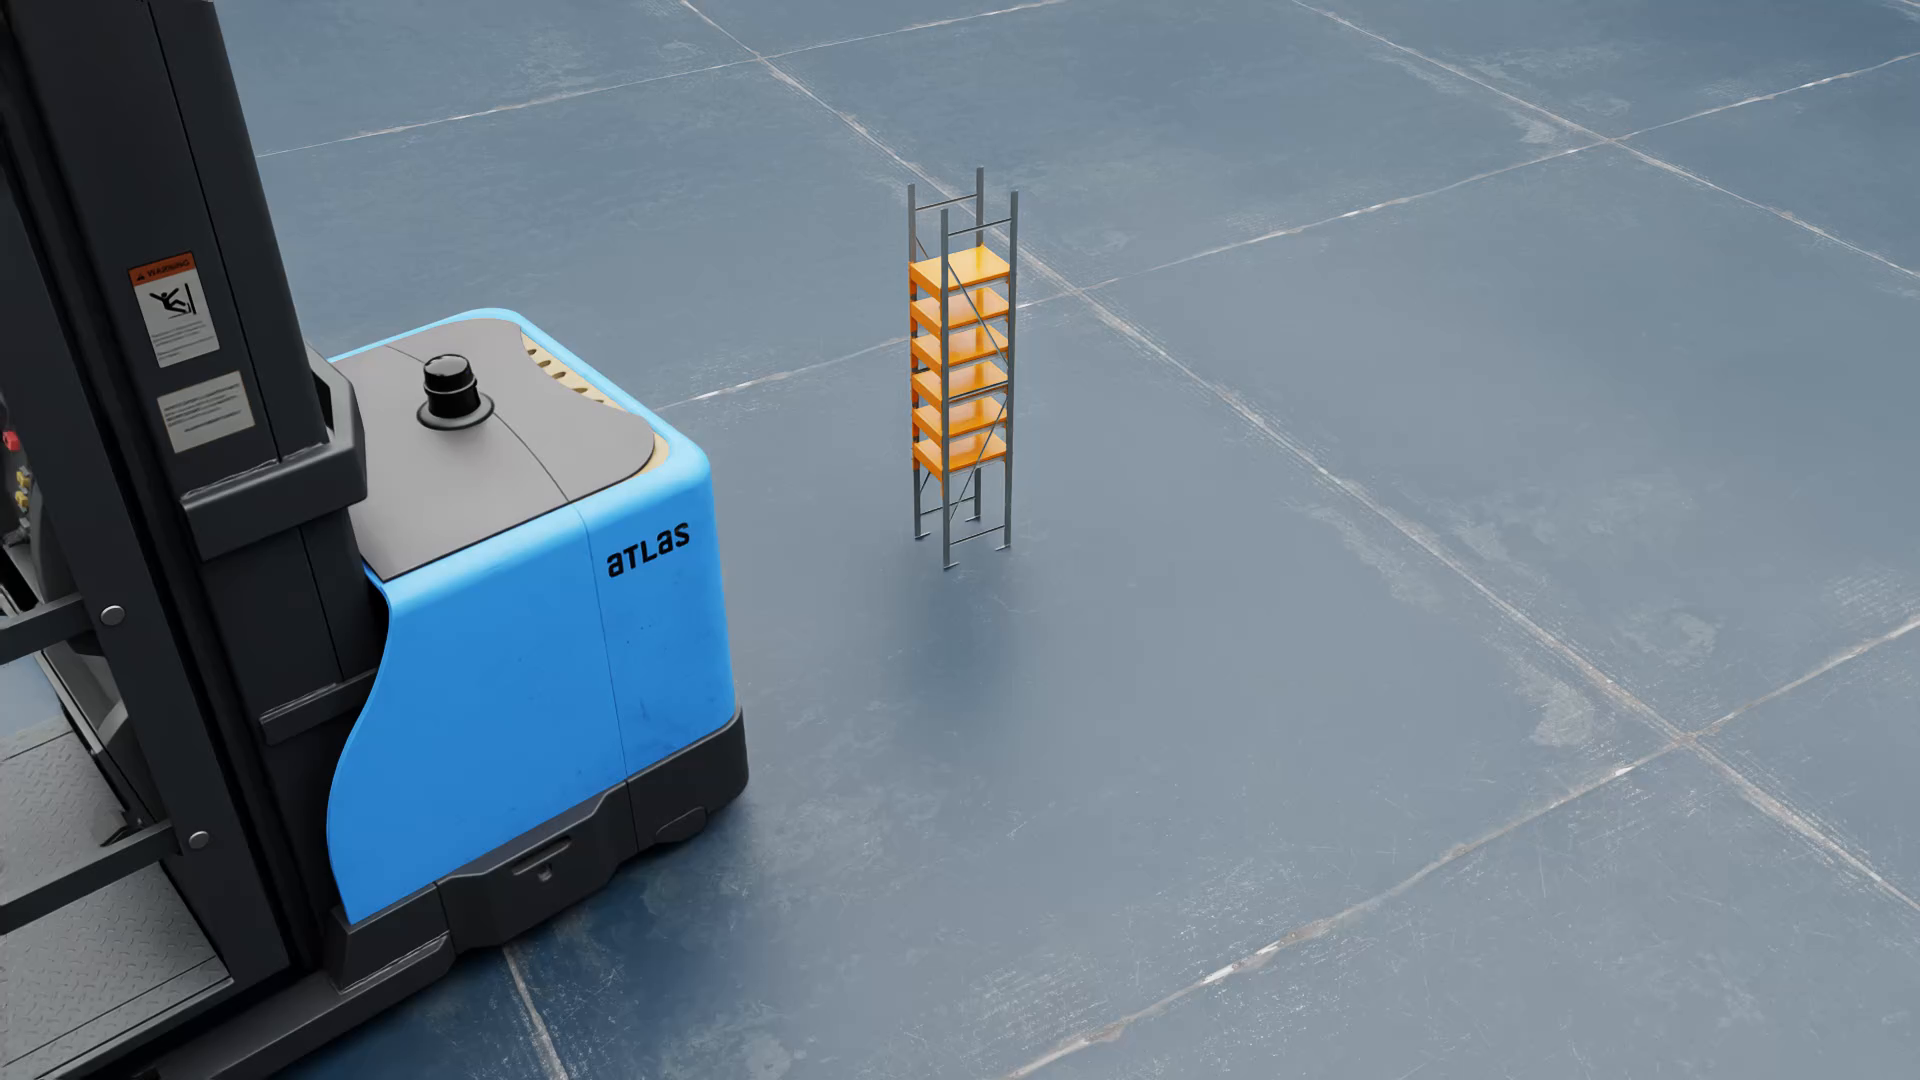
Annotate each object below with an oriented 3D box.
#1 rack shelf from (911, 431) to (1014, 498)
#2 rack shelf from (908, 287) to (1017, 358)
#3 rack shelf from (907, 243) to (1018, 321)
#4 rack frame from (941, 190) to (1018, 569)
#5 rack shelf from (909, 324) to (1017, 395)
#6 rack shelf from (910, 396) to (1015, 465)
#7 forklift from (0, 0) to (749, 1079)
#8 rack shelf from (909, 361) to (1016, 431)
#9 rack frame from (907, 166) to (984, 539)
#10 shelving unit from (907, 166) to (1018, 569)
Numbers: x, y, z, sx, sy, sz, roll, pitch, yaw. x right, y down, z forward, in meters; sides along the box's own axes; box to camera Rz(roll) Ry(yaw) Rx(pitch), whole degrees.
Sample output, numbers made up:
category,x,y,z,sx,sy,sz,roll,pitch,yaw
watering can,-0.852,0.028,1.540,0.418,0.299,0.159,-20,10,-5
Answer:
category,x,y,z,sx,sy,sz,roll,pitch,yaw
rack shelf,0.007,-0.247,5.054,0.258,0.103,0.180,-19,40,-24
rack shelf,0.007,-0.635,4.771,0.258,0.103,0.180,-19,40,-24
rack shelf,0.007,-0.732,4.700,0.258,0.103,0.180,-19,40,-24
rack frame,0.053,-0.430,4.822,0.240,1.200,0.006,-19,40,-24
rack shelf,0.007,-0.538,4.841,0.258,0.103,0.180,-19,40,-24
rack shelf,0.007,-0.344,4.983,0.258,0.103,0.180,-19,40,-24
forklift,-1.990,-0.154,2.975,3.031,2.935,1.130,-27,44,-32
rack shelf,0.007,-0.441,4.912,0.258,0.103,0.180,-19,40,-24
rack frame,-0.039,-0.524,4.950,0.240,1.200,0.006,-19,40,-24
shelving unit,0.007,-0.477,4.886,0.258,1.200,0.189,-19,40,-24
